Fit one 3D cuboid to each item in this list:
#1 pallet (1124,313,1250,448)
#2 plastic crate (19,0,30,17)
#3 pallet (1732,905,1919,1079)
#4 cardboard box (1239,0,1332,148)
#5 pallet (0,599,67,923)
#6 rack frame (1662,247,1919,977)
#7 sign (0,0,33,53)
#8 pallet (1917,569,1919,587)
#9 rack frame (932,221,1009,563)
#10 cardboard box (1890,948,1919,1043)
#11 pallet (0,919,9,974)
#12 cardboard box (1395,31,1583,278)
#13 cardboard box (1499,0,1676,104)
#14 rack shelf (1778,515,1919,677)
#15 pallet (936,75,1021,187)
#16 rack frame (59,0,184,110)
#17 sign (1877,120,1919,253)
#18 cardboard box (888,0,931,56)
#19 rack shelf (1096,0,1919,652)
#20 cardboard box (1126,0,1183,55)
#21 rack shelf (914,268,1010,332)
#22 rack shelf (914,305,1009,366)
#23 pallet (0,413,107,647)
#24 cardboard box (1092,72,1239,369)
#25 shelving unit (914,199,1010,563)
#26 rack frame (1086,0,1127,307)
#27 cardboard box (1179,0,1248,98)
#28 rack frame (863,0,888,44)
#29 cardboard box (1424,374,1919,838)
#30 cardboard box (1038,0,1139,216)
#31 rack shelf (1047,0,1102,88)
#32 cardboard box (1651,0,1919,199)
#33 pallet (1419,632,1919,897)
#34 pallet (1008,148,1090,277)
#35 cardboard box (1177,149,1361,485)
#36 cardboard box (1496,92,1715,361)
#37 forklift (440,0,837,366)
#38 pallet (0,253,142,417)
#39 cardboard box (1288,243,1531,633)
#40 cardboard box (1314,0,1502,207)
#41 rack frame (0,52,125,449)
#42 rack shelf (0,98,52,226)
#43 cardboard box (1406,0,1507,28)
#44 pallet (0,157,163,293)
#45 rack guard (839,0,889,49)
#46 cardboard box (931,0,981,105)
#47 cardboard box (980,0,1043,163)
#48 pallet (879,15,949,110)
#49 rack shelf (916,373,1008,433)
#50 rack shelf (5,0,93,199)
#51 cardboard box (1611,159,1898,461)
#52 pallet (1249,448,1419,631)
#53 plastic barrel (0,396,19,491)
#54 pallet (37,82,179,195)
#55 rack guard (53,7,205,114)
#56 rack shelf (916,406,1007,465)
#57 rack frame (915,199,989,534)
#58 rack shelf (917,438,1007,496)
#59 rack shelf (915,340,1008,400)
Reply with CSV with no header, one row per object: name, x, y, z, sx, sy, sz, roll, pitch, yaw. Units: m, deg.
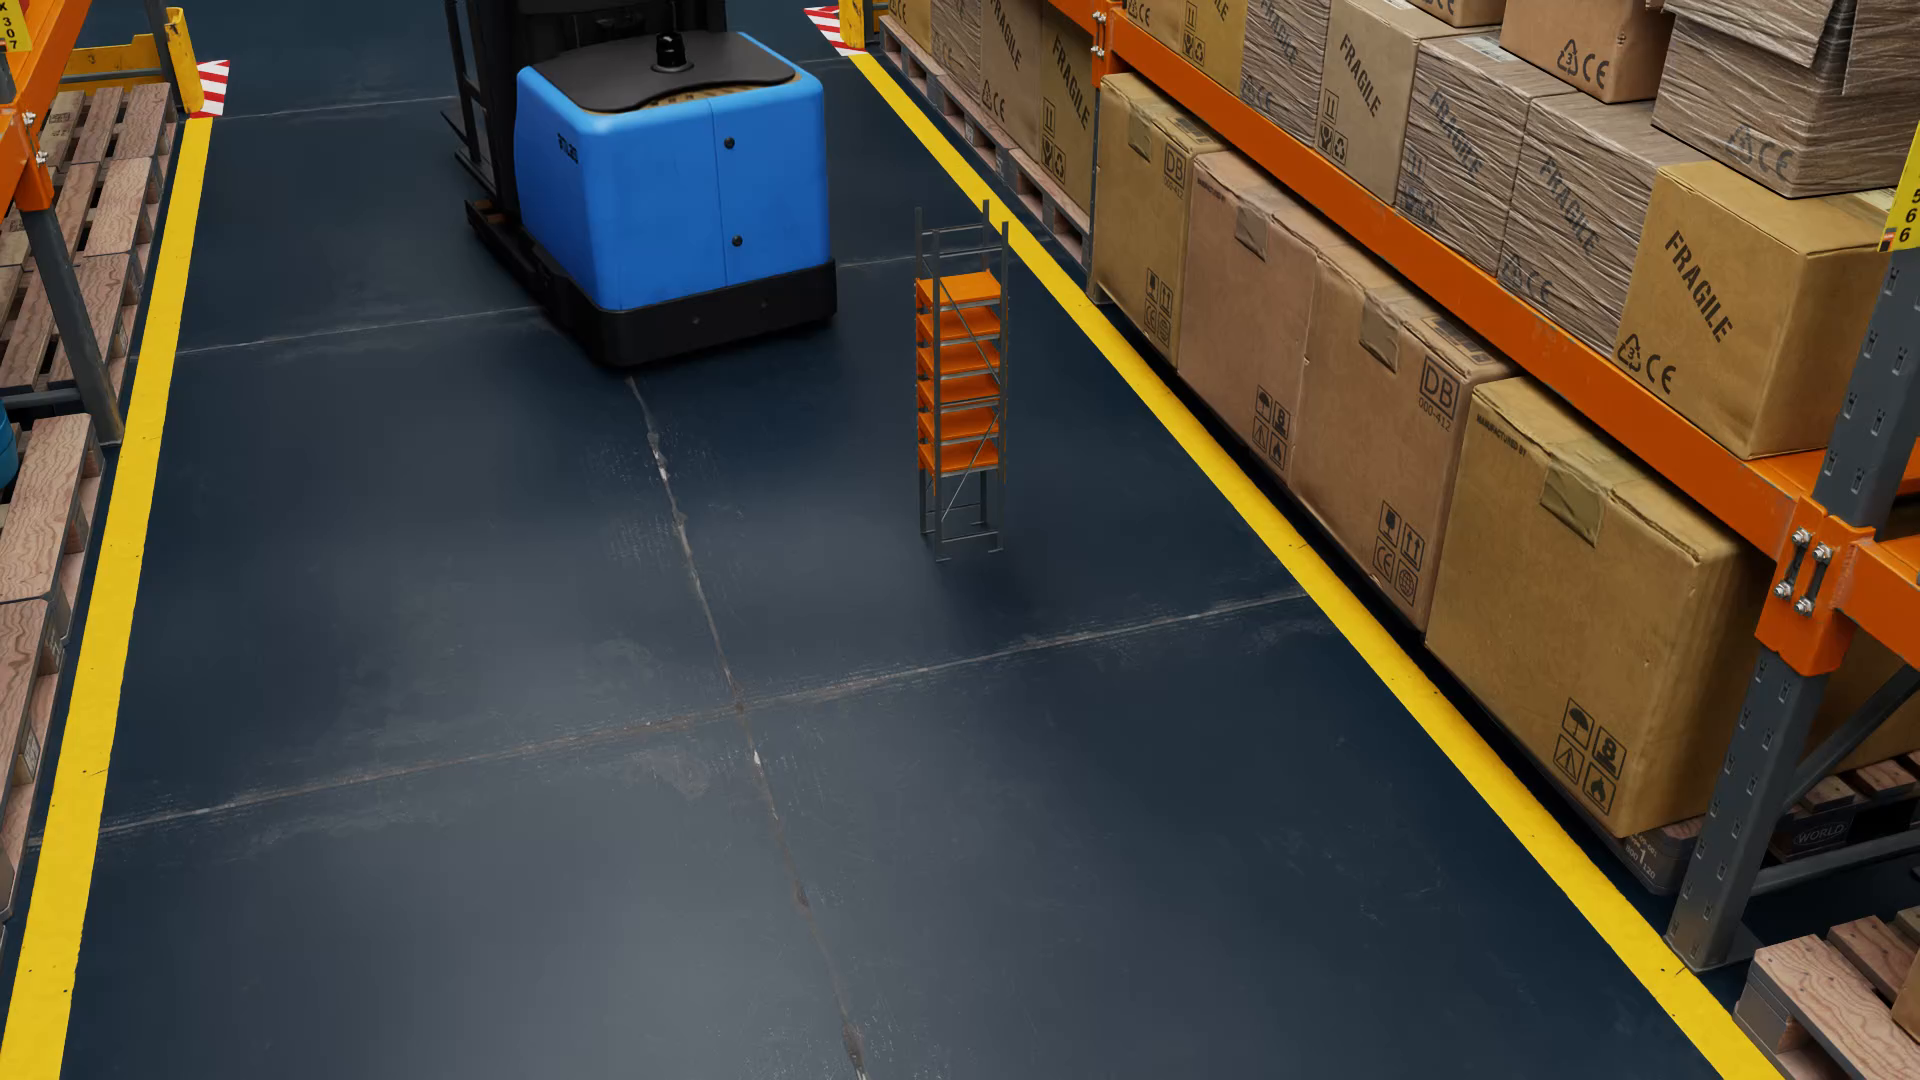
pallet,1.361,-0.833,6.818,1.003,0.211,1.213,-10,35,-15
plastic crate,-3.696,-2.118,6.122,0.402,0.464,0.583,-10,35,-15
pallet,2.511,1.286,3.613,1.003,0.211,1.213,-10,35,-15
cardboard box,1.263,-1.620,5.390,0.500,0.500,0.500,-11,35,-16
pallet,-3.091,0.662,4.557,1.003,0.211,1.213,-10,35,-15
rack frame,2.274,-0.288,3.465,1.000,3.000,0.127,-10,35,-15
sign,-3.139,-1.762,5.445,0.100,0.325,0.005,-10,35,-15
pallet,2.593,0.148,2.979,1.213,0.211,1.003,-10,35,-15
rack frame,0.032,-0.445,5.335,0.240,1.200,0.006,-10,35,-15
cardboard box,2.497,0.919,3.506,0.700,0.500,0.500,-12,35,-17
pallet,-2.723,1.301,3.589,1.003,0.211,1.213,-10,35,-15
cardboard box,1.580,-1.082,4.576,0.500,0.500,0.500,-11,35,-16
cardboard box,1.870,-1.478,4.265,0.797,0.503,0.637,-9,35,-14
rack shelf,2.884,1.062,2.075,1.077,0.370,4.000,-10,35,-15
pallet,0.521,-2.279,9.008,1.003,0.211,1.213,-10,35,-15
rack frame,-4.883,-3.656,8.561,1.000,3.000,0.127,-10,35,-15
sign,1.746,-0.676,3.002,0.100,0.325,0.005,-10,35,-15
cardboard box,0.105,-3.455,9.804,0.875,0.875,0.875,-10,35,-15
rack shelf,1.664,-1.038,5.253,1.077,0.370,4.000,-10,35,-15
cardboard box,0.956,-2.147,6.187,0.500,0.500,0.500,-10,35,-15
rack shelf,0.004,-0.756,5.234,0.258,0.103,0.180,-10,35,-15
rack shelf,0.004,-0.656,5.300,0.258,0.103,0.180,-10,35,-15
pallet,-3.467,0.020,5.528,1.003,0.211,1.213,-10,35,-15
cardboard box,1.268,-1.344,6.610,1.225,0.875,0.875,-10,35,-15
shelving unit,0.004,-0.493,5.408,0.258,1.200,0.189,-10,35,-15
rack frame,1.054,-2.388,6.644,1.000,3.000,0.127,-10,35,-15
cardboard box,1.110,-1.883,5.788,0.500,0.500,0.500,-10,35,-15
rack frame,-0.166,-4.488,9.822,1.000,3.000,0.127,-10,35,-15
cardboard box,2.083,0.057,4.489,1.225,0.875,0.875,-12,35,-17
cardboard box,0.929,-2.037,7.658,0.875,0.875,0.875,-10,35,-15
rack shelf,0.444,-3.138,8.431,1.077,0.370,4.000,-10,35,-15
cardboard box,2.066,-1.135,3.746,0.797,0.503,0.637,-9,34,-13
pallet,2.105,0.449,4.880,1.003,0.211,1.213,-10,35,-15
pallet,0.896,-1.637,8.036,1.003,0.211,1.213,-10,35,-15
cardboard box,1.542,-0.875,5.900,1.225,0.875,0.875,-11,35,-16
cardboard box,1.741,-0.810,4.164,0.500,0.500,0.500,-10,35,-15
forklift,-1.702,-2.704,7.184,1.130,2.935,3.031,-18,37,-25
pallet,-3.924,-0.772,6.726,1.003,0.211,1.213,-10,35,-15
cardboard box,1.819,-0.412,5.199,1.225,0.875,0.875,-10,35,-15
cardboard box,1.425,-1.350,4.981,0.500,0.500,0.500,-9,35,-14
rack frame,-3.663,-1.555,5.383,1.000,3.000,0.127,-10,35,-15
rack shelf,-3.053,-0.205,3.992,1.077,0.370,4.000,-10,35,-15
cardboard box,1.659,-1.829,4.796,0.797,0.503,0.637,-9,34,-13
pallet,-4.300,-1.413,7.697,1.003,0.211,1.213,-10,35,-15
rack guard,-0.174,-3.458,10.530,1.175,0.500,0.348,-10,35,-15
cardboard box,0.383,-2.977,9.081,0.875,0.875,0.875,-10,35,-15
cardboard box,0.654,-2.510,8.373,0.875,0.875,0.875,-10,35,-15
pallet,0.152,-2.918,9.975,1.003,0.211,1.213,-10,35,-15
rack shelf,0.004,-0.456,5.432,0.258,0.103,0.180,-10,35,-15
rack shelf,-4.273,-2.305,7.171,1.077,0.370,4.000,-10,35,-15
cardboard box,1.888,-0.547,3.767,0.500,0.500,0.500,-9,35,-13
pallet,1.737,-0.191,5.847,1.003,0.211,1.213,-10,35,-15
plastic barrel,-3.513,-0.567,5.409,0.600,0.901,0.708,-10,35,-15
pallet,-4.669,-2.053,8.665,1.003,0.211,1.213,-10,35,-15
rack guard,-4.903,-2.623,9.266,1.175,0.500,0.348,-10,35,-15
rack shelf,0.004,-0.356,5.498,0.258,0.103,0.180,-10,35,-15
rack frame,-0.023,-0.541,5.480,0.240,1.200,0.006,-10,35,-15
rack shelf,0.004,-0.256,5.565,0.258,0.103,0.180,-10,35,-15
rack shelf,0.004,-0.556,5.366,0.258,0.103,0.180,-10,35,-15
